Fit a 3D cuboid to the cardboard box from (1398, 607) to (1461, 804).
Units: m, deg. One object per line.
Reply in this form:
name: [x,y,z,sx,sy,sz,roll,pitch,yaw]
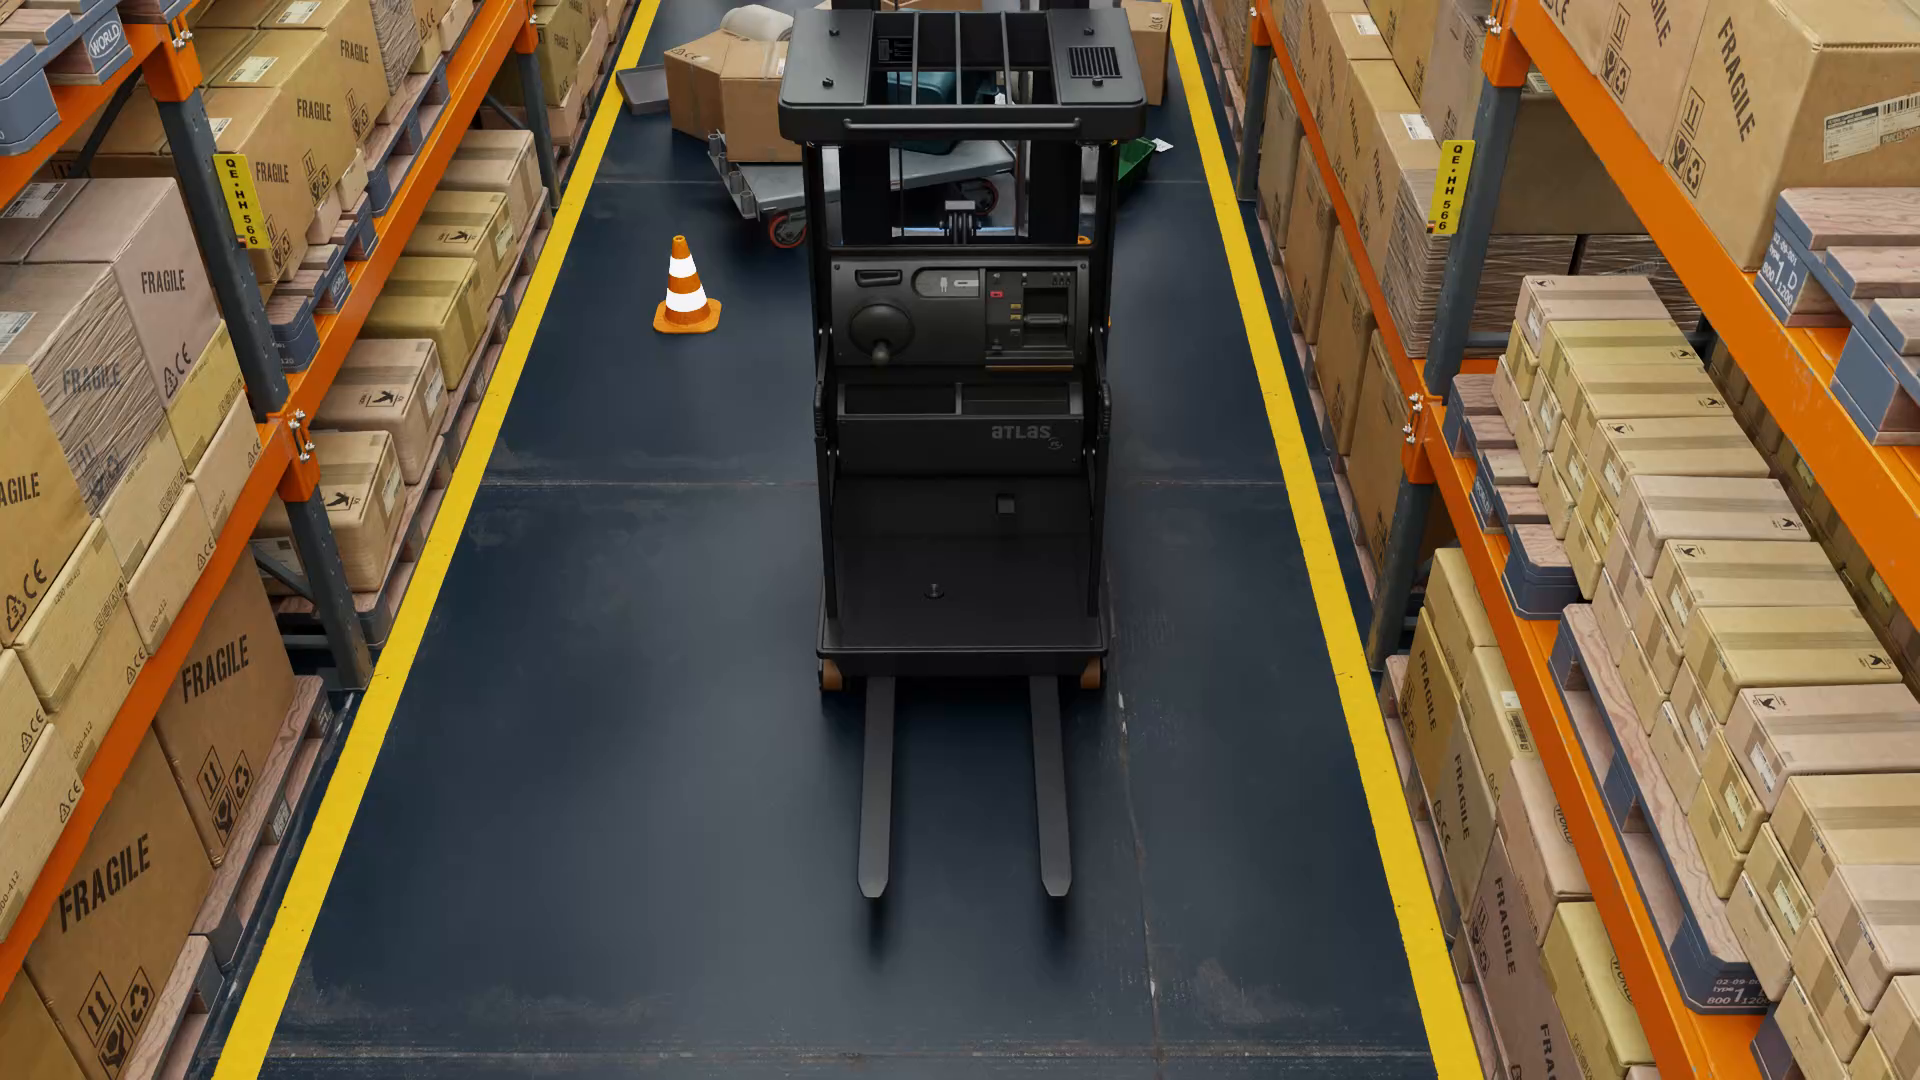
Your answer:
cardboard box: [1.873,0.575,5.797,0.500,0.500,0.500,-2,39,-2]

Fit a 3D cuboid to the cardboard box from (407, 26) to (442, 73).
cardboard box: [-2.564,-2.220,7.487,0.380,0.149,0.250,0,39,0]

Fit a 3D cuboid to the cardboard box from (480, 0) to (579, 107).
cardboard box: [-2.558,-2.867,9.692,0.500,0.500,0.500,2,39,2]

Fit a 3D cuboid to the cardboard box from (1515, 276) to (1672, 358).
cardboard box: [1.934,-0.686,5.096,0.380,0.149,0.250,0,39,0]

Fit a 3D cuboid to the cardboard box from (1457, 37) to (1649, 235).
cardboard box: [2.137,-1.389,5.706,0.700,0.500,0.500,0,39,0]

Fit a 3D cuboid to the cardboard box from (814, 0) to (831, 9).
cardboard box: [-0.810,-3.685,11.730,0.380,0.149,0.250,20,43,23]

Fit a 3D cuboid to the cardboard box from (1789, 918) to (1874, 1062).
cardboard box: [1.931,0.900,3.355,0.380,0.149,0.250,-1,39,-2]

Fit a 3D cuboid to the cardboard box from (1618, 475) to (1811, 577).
cardboard box: [1.935,-0.032,4.281,0.380,0.149,0.250,2,39,2]

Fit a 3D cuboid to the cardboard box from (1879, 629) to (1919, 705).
cardboard box: [2.584,0.365,4.261,0.380,0.149,0.250,1,39,1]

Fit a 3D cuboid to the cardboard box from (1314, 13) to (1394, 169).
cardboard box: [1.854,-1.945,7.198,0.500,0.500,0.500,1,39,1]

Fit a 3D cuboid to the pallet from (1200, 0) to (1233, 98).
pallet: [2.196,-3.333,11.241,1.003,0.211,1.213,0,39,0]

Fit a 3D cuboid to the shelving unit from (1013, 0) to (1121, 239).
shelving unit: [0.456,-1.544,7.496,0.431,2.100,0.503,1,39,2]

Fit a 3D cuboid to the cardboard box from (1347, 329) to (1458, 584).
cardboard box: [2.217,-0.346,6.747,1.050,0.750,0.750,-1,39,-1]

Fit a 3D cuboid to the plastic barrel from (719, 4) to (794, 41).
plastic barrel: [-1.315,-3.320,11.054,0.512,0.421,0.421,28,46,30]

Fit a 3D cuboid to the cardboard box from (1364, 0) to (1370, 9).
cardboard box: [2.132,-2.662,7.293,0.700,0.500,0.500,0,39,0]

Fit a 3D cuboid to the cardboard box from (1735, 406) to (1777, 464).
cardboard box: [2.586,-0.282,5.068,0.380,0.149,0.250,0,39,0]

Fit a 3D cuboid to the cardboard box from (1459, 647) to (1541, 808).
cardboard box: [1.887,0.588,5.181,0.500,0.250,0.500,0,39,-1]

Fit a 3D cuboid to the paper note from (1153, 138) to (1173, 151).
paper note: [1.217,-2.442,10.273,0.147,0.020,0.142,-28,46,-30]

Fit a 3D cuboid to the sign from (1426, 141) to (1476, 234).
sign: [1.572,-1.129,5.334,0.100,0.325,0.005,0,39,0]

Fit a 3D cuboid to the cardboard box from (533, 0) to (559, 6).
cardboard box: [-2.498,-3.198,9.587,0.380,0.149,0.250,0,39,1]

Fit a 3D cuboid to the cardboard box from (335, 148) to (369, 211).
cardboard box: [-2.538,-1.402,6.466,0.380,0.149,0.250,0,39,0]

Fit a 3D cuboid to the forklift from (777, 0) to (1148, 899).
forklift: [0.005,-0.750,5.842,1.130,2.935,3.031,0,39,0]

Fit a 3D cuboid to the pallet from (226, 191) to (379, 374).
pallet: [-2.930,-0.983,6.232,1.213,0.211,1.003,0,39,0]

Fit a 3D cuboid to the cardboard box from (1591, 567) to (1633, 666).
cardboard box: [1.932,0.206,4.459,0.380,0.149,0.250,1,39,1]

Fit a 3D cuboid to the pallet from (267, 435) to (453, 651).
pallet: [-2.822,-0.013,7.098,1.003,0.211,1.213,0,39,0]

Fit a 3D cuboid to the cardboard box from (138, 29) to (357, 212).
cardboard box: [-2.599,-1.539,6.118,0.500,0.500,0.500,2,39,2]

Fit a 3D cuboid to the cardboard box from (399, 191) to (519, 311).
cardboard box: [-2.820,-1.475,8.457,0.950,0.372,0.625,2,39,3]

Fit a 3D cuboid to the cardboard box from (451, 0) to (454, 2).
cardboard box: [-2.595,-2.834,7.734,0.500,0.500,0.500,0,39,0]

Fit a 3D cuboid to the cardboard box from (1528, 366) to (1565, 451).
cardboard box: [1.930,-0.389,4.964,0.380,0.149,0.250,2,39,2]

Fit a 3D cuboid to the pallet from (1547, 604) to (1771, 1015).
pallet: [2.171,0.633,4.215,1.003,0.211,1.213,0,39,0]

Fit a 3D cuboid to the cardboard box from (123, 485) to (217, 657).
cardboard box: [-2.546,0.081,4.870,0.500,0.250,0.500,1,39,1]

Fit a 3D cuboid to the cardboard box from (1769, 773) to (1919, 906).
cardboard box: [1.940,0.626,3.460,0.380,0.149,0.250,-1,39,-2]

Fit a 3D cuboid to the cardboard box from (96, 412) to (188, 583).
cardboard box: [-2.564,-0.126,4.729,0.500,0.250,0.500,-1,39,-1]

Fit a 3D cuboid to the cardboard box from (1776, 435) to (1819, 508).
cardboard box: [2.588,-0.221,4.755,0.380,0.149,0.250,1,39,1]

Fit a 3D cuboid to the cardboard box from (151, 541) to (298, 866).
cardboard box: [-2.905,0.485,5.610,0.875,0.875,0.875,0,39,0]

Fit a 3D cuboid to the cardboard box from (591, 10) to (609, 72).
cardboard box: [-2.573,-3.240,10.757,0.500,0.250,0.500,-1,39,-1]

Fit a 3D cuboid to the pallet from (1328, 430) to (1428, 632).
pallet: [2.202,-0.084,7.187,1.003,0.211,1.213,0,39,0]

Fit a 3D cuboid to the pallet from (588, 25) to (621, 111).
pallet: [-2.867,-3.211,11.088,1.003,0.211,1.213,0,39,0]

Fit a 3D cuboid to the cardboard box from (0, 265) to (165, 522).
cardboard box: [-2.551,-0.398,4.468,0.500,0.500,0.500,1,39,1]

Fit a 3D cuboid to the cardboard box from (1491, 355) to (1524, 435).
cardboard box: [1.926,-0.465,5.297,0.380,0.149,0.250,-1,39,-1]

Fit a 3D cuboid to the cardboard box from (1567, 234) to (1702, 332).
cardboard box: [2.397,-0.999,6.019,0.500,0.500,0.500,0,39,0]

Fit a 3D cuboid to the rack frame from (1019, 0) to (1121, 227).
rack frame: [0.447,-1.391,7.306,0.400,2.100,0.015,1,39,2]

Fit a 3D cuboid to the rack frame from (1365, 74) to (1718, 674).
rack frame: [2.127,-0.679,5.699,1.000,3.000,0.127,0,39,0]

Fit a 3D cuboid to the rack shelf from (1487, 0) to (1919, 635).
rack shelf: [2.130,-0.319,3.425,1.077,0.370,4.000,0,39,0]

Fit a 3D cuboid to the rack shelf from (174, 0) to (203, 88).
rack shelf: [-2.825,-2.753,6.464,1.077,0.370,4.000,0,39,0]

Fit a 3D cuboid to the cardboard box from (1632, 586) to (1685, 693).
cardboard box: [1.930,0.246,4.171,0.380,0.149,0.250,0,39,0]

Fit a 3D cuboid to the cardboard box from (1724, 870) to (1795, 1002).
cardboard box: [1.928,0.859,3.645,0.380,0.149,0.250,-2,39,-2]

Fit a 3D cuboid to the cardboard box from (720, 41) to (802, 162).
cardboard box: [-1.047,-2.454,9.307,0.500,0.500,0.500,0,39,0]
